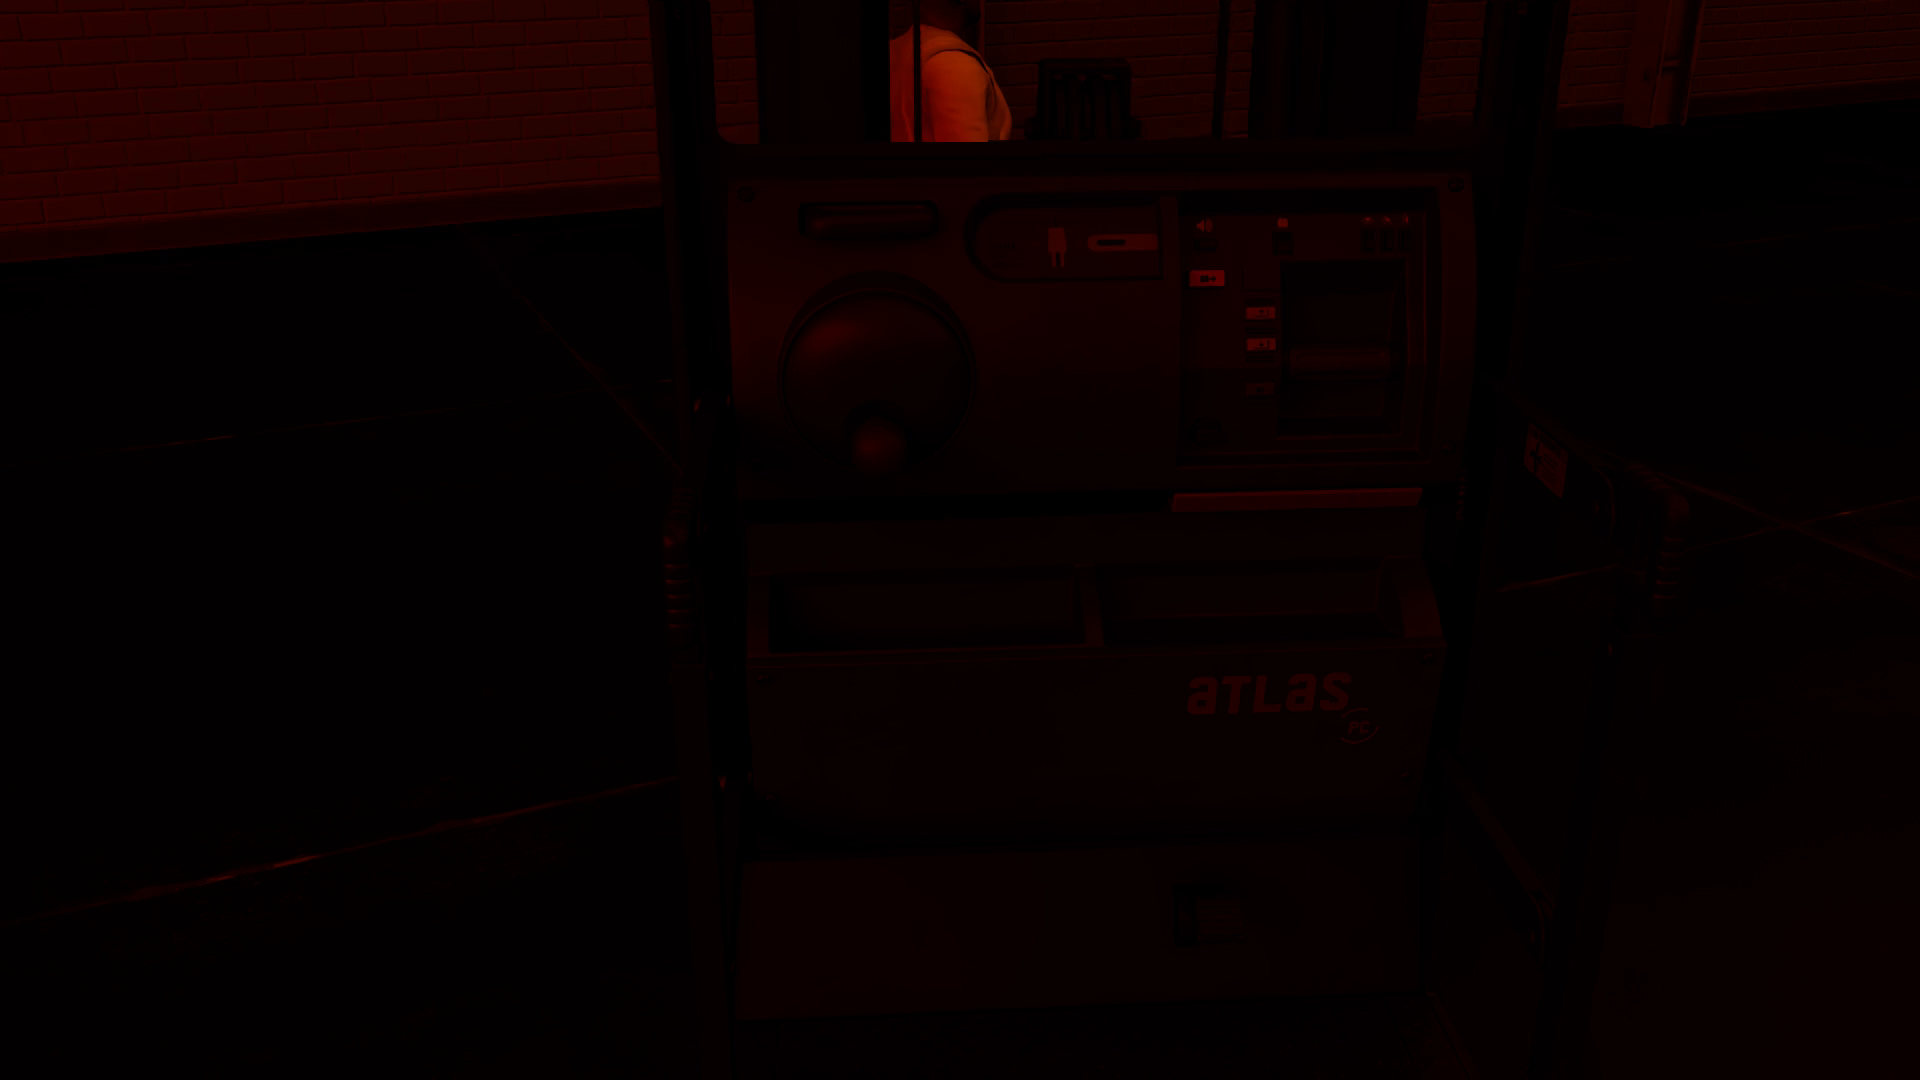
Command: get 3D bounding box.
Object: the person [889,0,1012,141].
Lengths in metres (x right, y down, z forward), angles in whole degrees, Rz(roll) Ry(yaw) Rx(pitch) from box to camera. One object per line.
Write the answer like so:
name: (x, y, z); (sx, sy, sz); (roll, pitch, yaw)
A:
person: (0.066, -0.832, 4.789); (0.575, 1.768, 0.666); (-10, 25, -23)

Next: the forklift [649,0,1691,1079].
forklift: (0.198, -0.244, 1.874); (1.130, 2.935, 3.031); (-2, 23, -4)
